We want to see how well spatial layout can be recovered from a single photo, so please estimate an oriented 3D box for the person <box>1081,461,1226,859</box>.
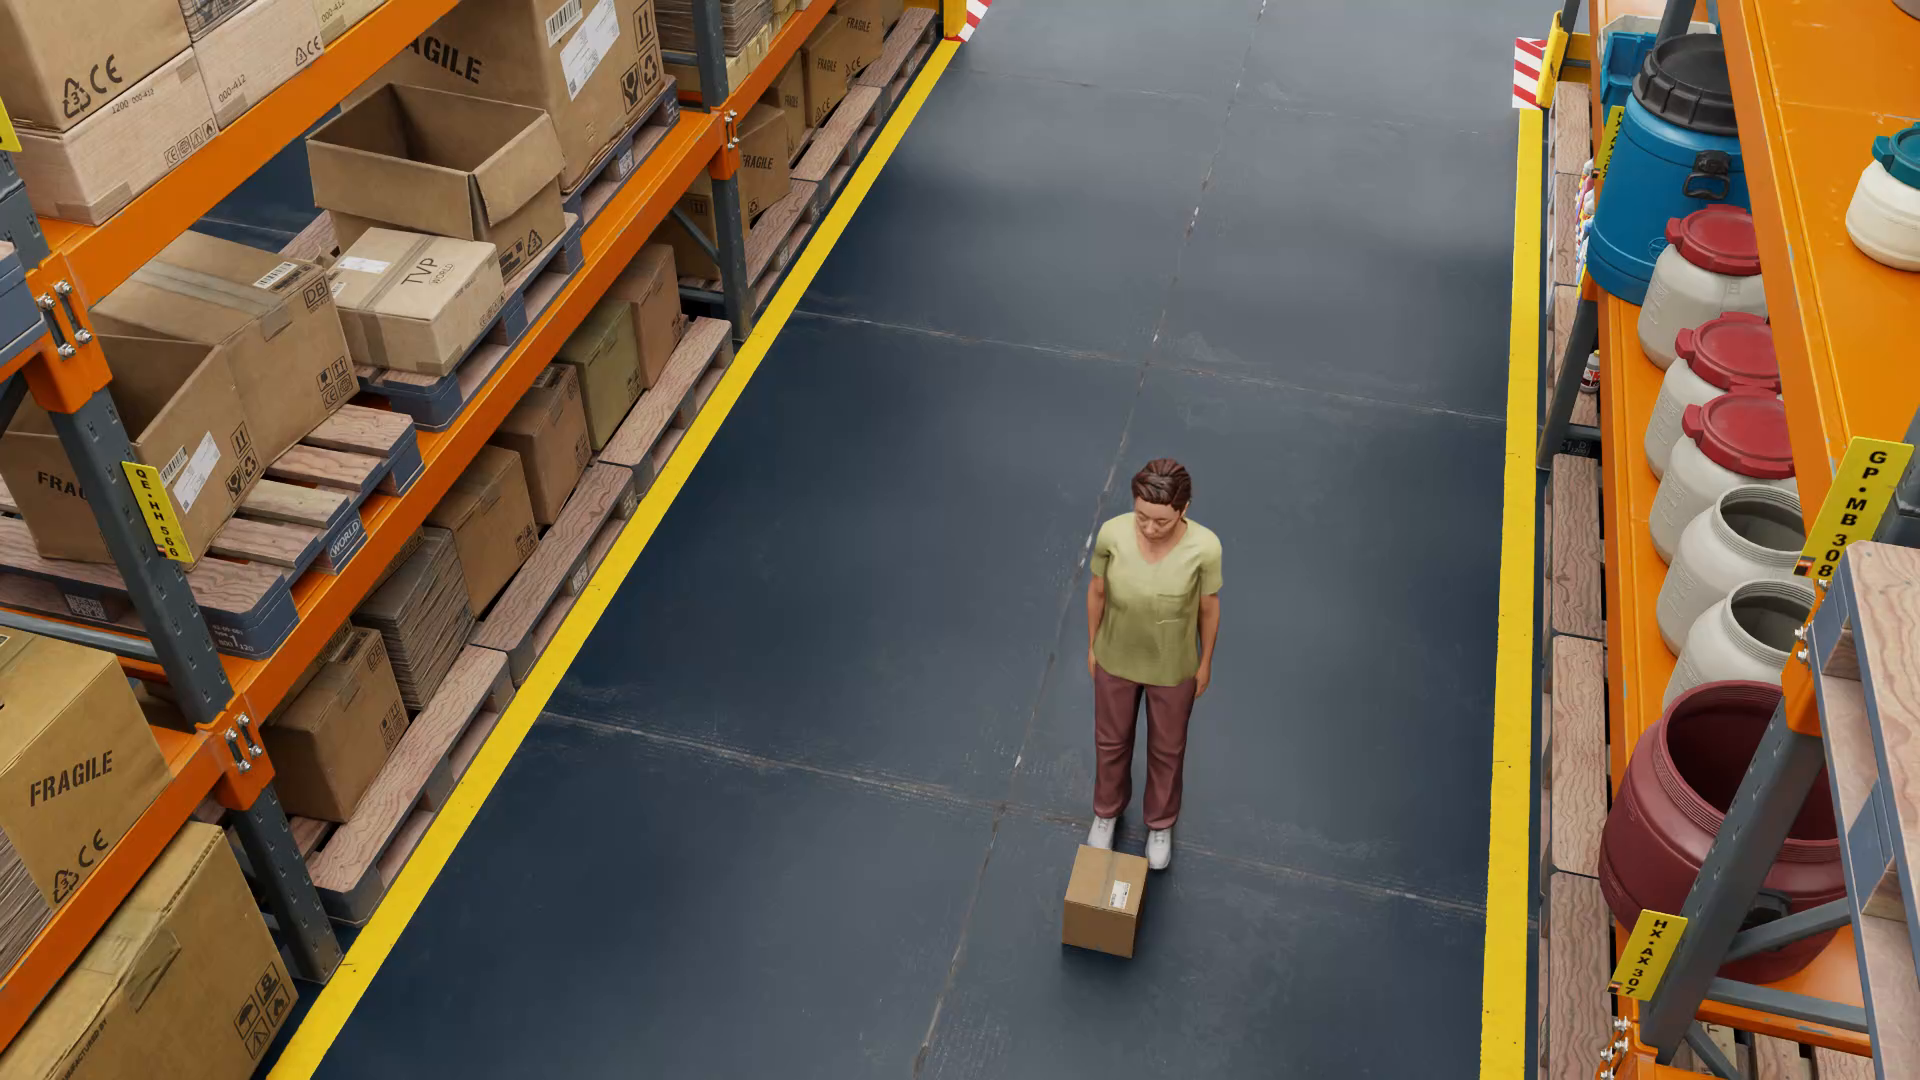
[{"bbox_3d":[0.646,0.420,5.684,0.440,1.673,0.366,11,42,12],"label":"person"}]
